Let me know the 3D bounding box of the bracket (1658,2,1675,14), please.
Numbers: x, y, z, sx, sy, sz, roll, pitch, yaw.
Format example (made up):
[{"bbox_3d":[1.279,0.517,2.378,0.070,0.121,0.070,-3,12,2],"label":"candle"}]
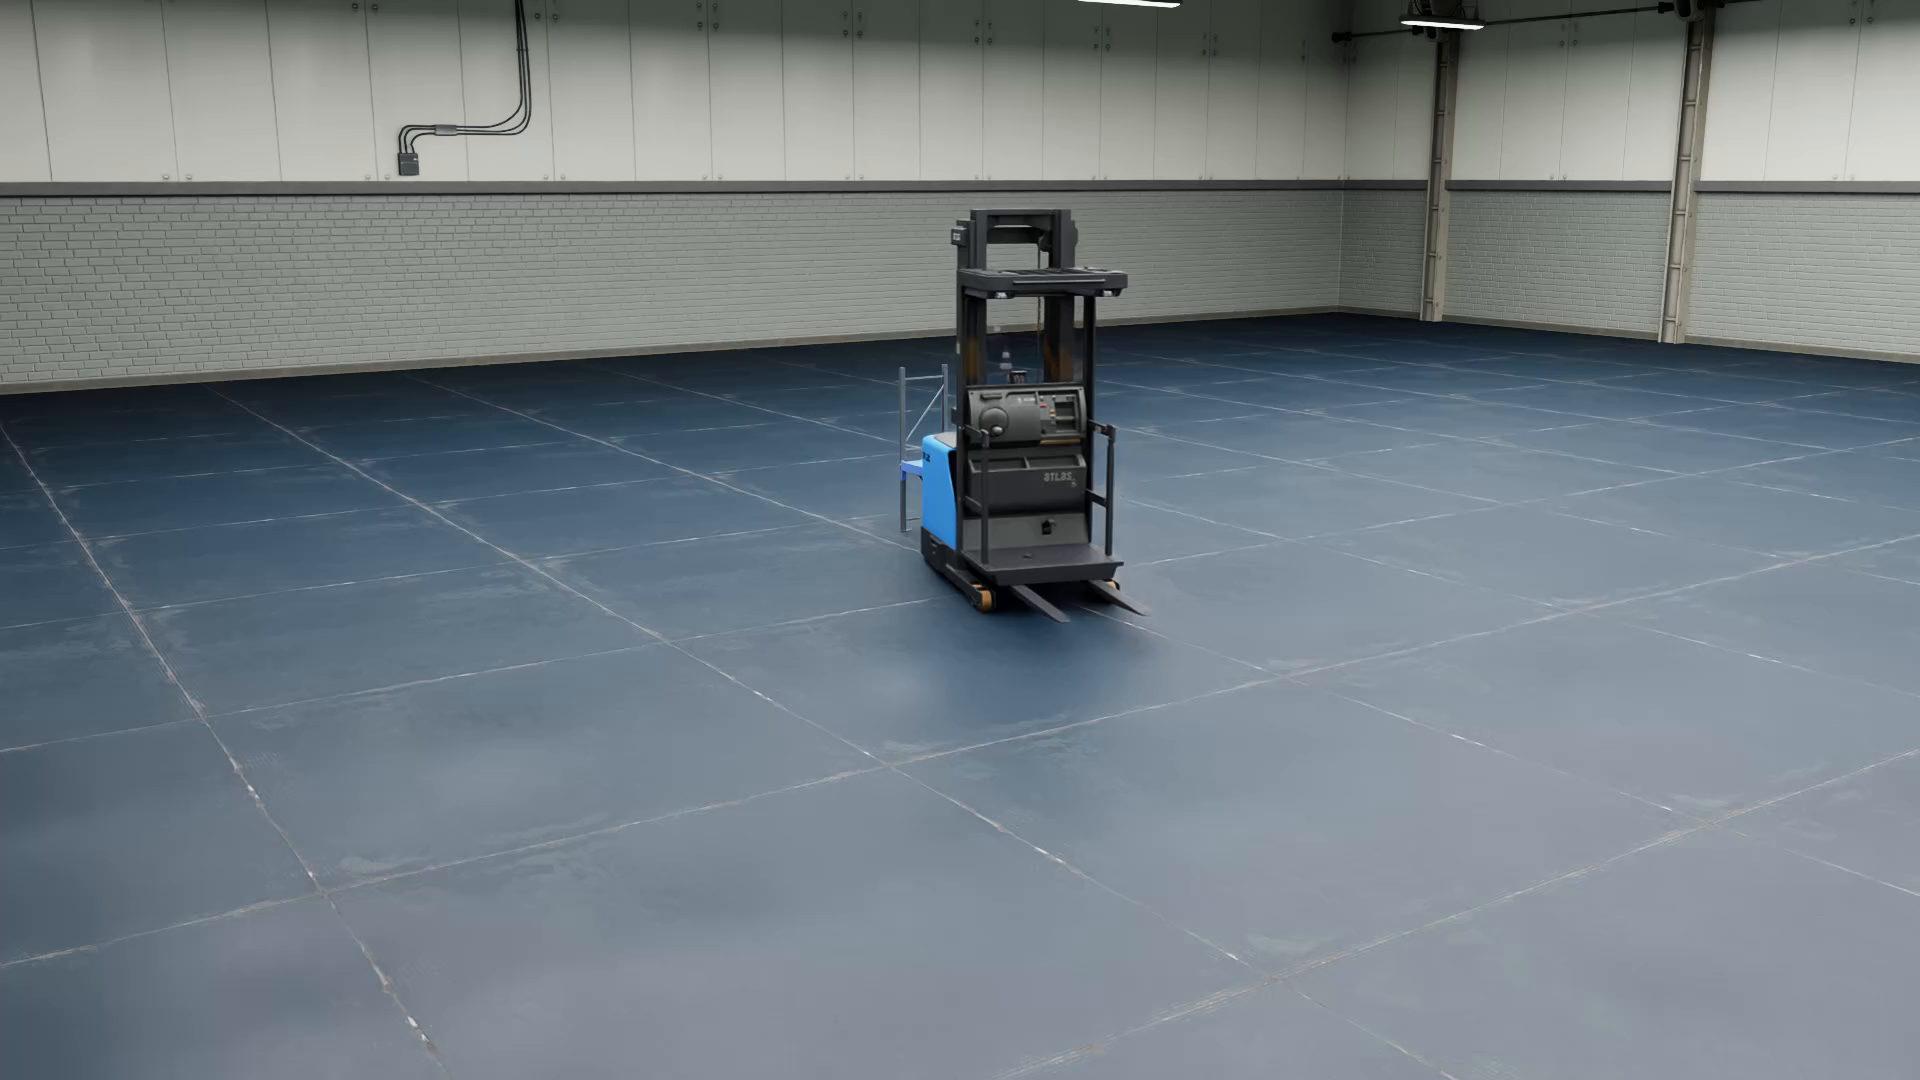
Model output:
[{"bbox_3d":[13.405,-10.056,31.354,0.235,0.232,0.430,-8,15,-33],"label":"bracket"}]

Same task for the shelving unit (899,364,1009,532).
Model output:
[{"bbox_3d":[-0.047,-0.748,14.771,0.538,1.500,1.048,-8,15,-33],"label":"shelving unit"}]

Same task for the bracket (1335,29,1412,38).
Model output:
[{"bbox_3d":[9.095,-11.439,37.681,0.076,0.066,3.189,-8,15,-33],"label":"bracket"}]

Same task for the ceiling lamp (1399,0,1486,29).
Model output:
[{"bbox_3d":[8.617,-10.910,30.022,2.000,3.185,0.800,-8,15,-33],"label":"ceiling lamp"}]

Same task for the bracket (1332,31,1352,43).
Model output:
[{"bbox_3d":[8.767,-11.544,38.161,0.235,0.232,0.430,-8,15,-33],"label":"bracket"}]

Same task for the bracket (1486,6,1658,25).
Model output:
[{"bbox_3d":[11.968,-10.517,33.464,0.076,0.066,4.783,-8,15,-33],"label":"bracket"}]

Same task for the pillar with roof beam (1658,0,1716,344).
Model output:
[{"bbox_3d":[10.346,-7.756,29.264,9.100,9.000,0.548,-8,15,-33],"label":"pillar with roof beam"}]

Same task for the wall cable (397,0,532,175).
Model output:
[{"bbox_3d":[-8.237,-9.067,27.297,2.305,6.003,0.169,-8,15,-33],"label":"wall cable"}]

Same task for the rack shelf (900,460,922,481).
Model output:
[{"bbox_3d":[-0.047,-0.572,14.809,0.538,0.185,1.000,-8,15,-33],"label":"rack shelf"}]

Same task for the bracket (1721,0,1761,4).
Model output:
[{"bbox_3d":[15.292,-9.450,28.584,0.076,0.066,4.783,-8,15,-33],"label":"bracket"}]

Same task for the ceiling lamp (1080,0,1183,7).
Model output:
[{"bbox_3d":[2.507,-10.041,26.049,2.000,3.185,0.800,-8,15,-33],"label":"ceiling lamp"}]

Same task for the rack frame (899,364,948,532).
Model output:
[{"bbox_3d":[-0.329,-0.838,15.184,0.500,1.500,0.032,-8,15,-33],"label":"rack frame"}]

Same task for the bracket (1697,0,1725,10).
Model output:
[{"bbox_3d":[13.865,-9.908,30.679,0.235,0.232,0.430,-8,15,-33],"label":"bracket"}]

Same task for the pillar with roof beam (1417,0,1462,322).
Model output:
[{"bbox_3d":[7.022,-8.823,34.143,9.100,9.000,0.548,-8,15,-33],"label":"pillar with roof beam"}]

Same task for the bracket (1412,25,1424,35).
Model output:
[{"bbox_3d":[10.080,-11.123,36.234,0.235,0.232,0.430,-8,15,-33],"label":"bracket"}]

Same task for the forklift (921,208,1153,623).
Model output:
[{"bbox_3d":[0.579,-0.988,12.520,1.130,2.935,3.031,-4,13,-16],"label":"forklift"}]

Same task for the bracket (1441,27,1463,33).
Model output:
[{"bbox_3d":[10.540,-10.975,35.559,0.235,0.232,0.430,-8,15,-33],"label":"bracket"}]

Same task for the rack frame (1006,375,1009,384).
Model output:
[{"bbox_3d":[0.234,-0.657,14.357,0.500,1.500,0.032,-8,15,-33],"label":"rack frame"}]
